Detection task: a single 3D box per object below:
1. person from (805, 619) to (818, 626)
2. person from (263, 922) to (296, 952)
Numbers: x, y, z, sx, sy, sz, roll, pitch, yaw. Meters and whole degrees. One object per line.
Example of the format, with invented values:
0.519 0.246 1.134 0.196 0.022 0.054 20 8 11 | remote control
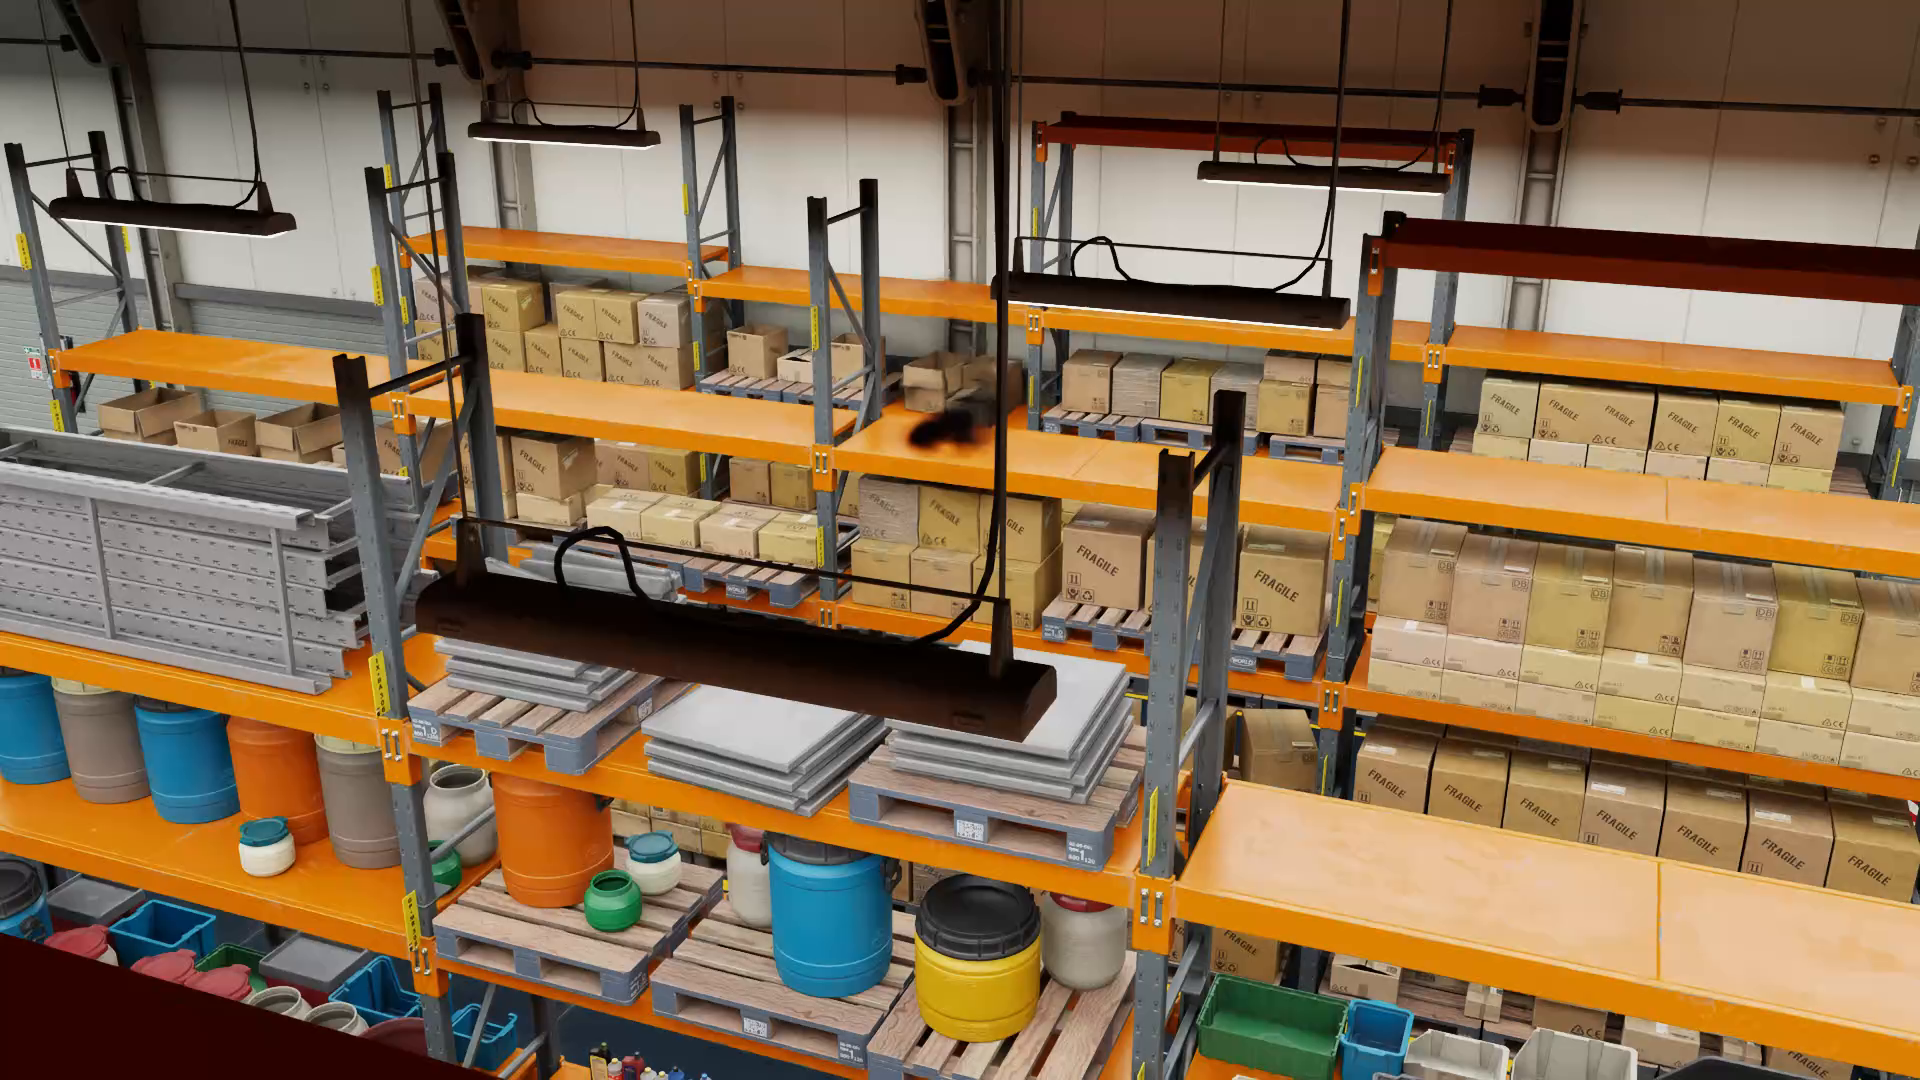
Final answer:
-1.313 1.505 16.059 0.779 1.783 0.637 8 22 21 | person
-5.258 2.716 12.968 0.834 1.623 0.588 5 21 13 | person
